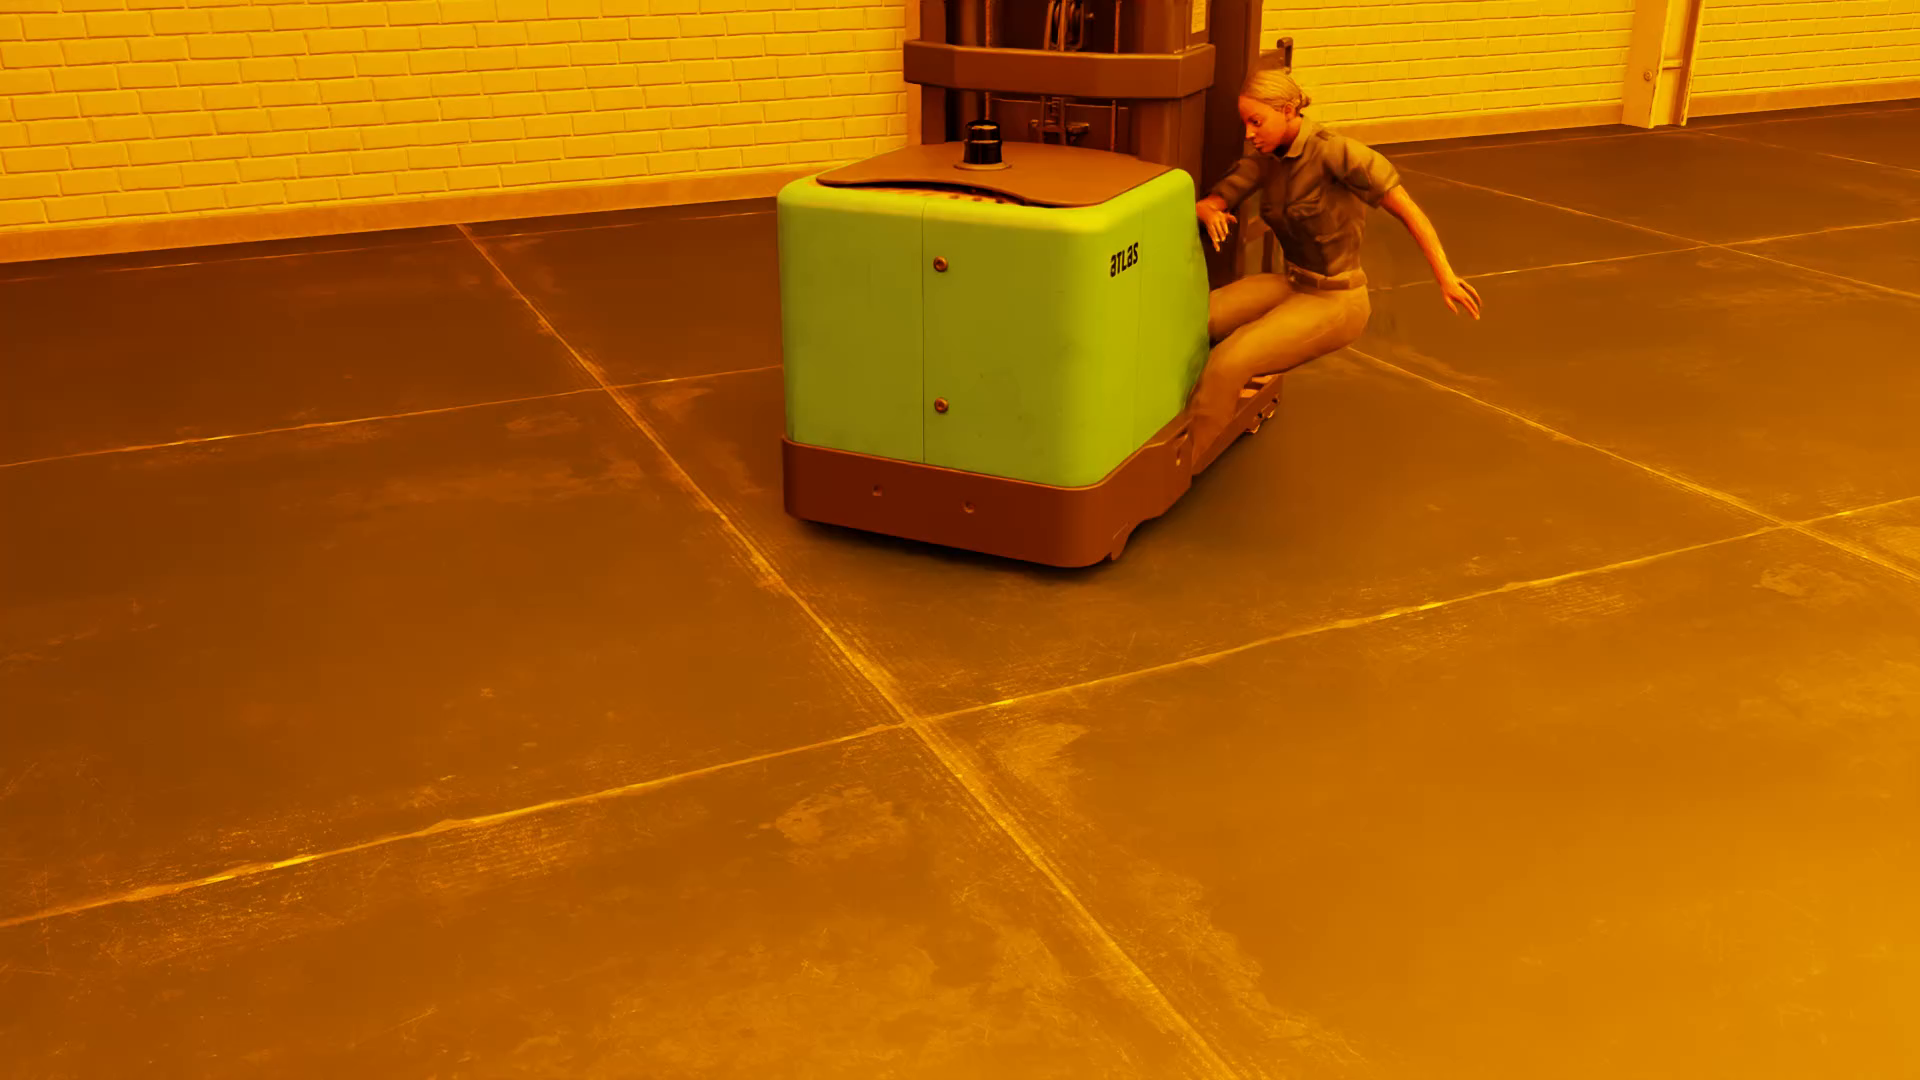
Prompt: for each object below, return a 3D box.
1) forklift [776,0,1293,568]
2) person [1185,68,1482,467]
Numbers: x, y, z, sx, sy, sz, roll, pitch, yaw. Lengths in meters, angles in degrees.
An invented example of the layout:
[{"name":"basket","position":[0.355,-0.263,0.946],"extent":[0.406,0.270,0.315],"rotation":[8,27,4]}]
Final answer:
[{"name":"forklift","position":[0.553,-1.804,5.629],"extent":[1.130,2.935,3.031],"rotation":[11,25,24]},{"name":"person","position":[0.946,-0.758,5.181],"extent":[0.899,1.346,1.008],"rotation":[-9,24,-21]}]
